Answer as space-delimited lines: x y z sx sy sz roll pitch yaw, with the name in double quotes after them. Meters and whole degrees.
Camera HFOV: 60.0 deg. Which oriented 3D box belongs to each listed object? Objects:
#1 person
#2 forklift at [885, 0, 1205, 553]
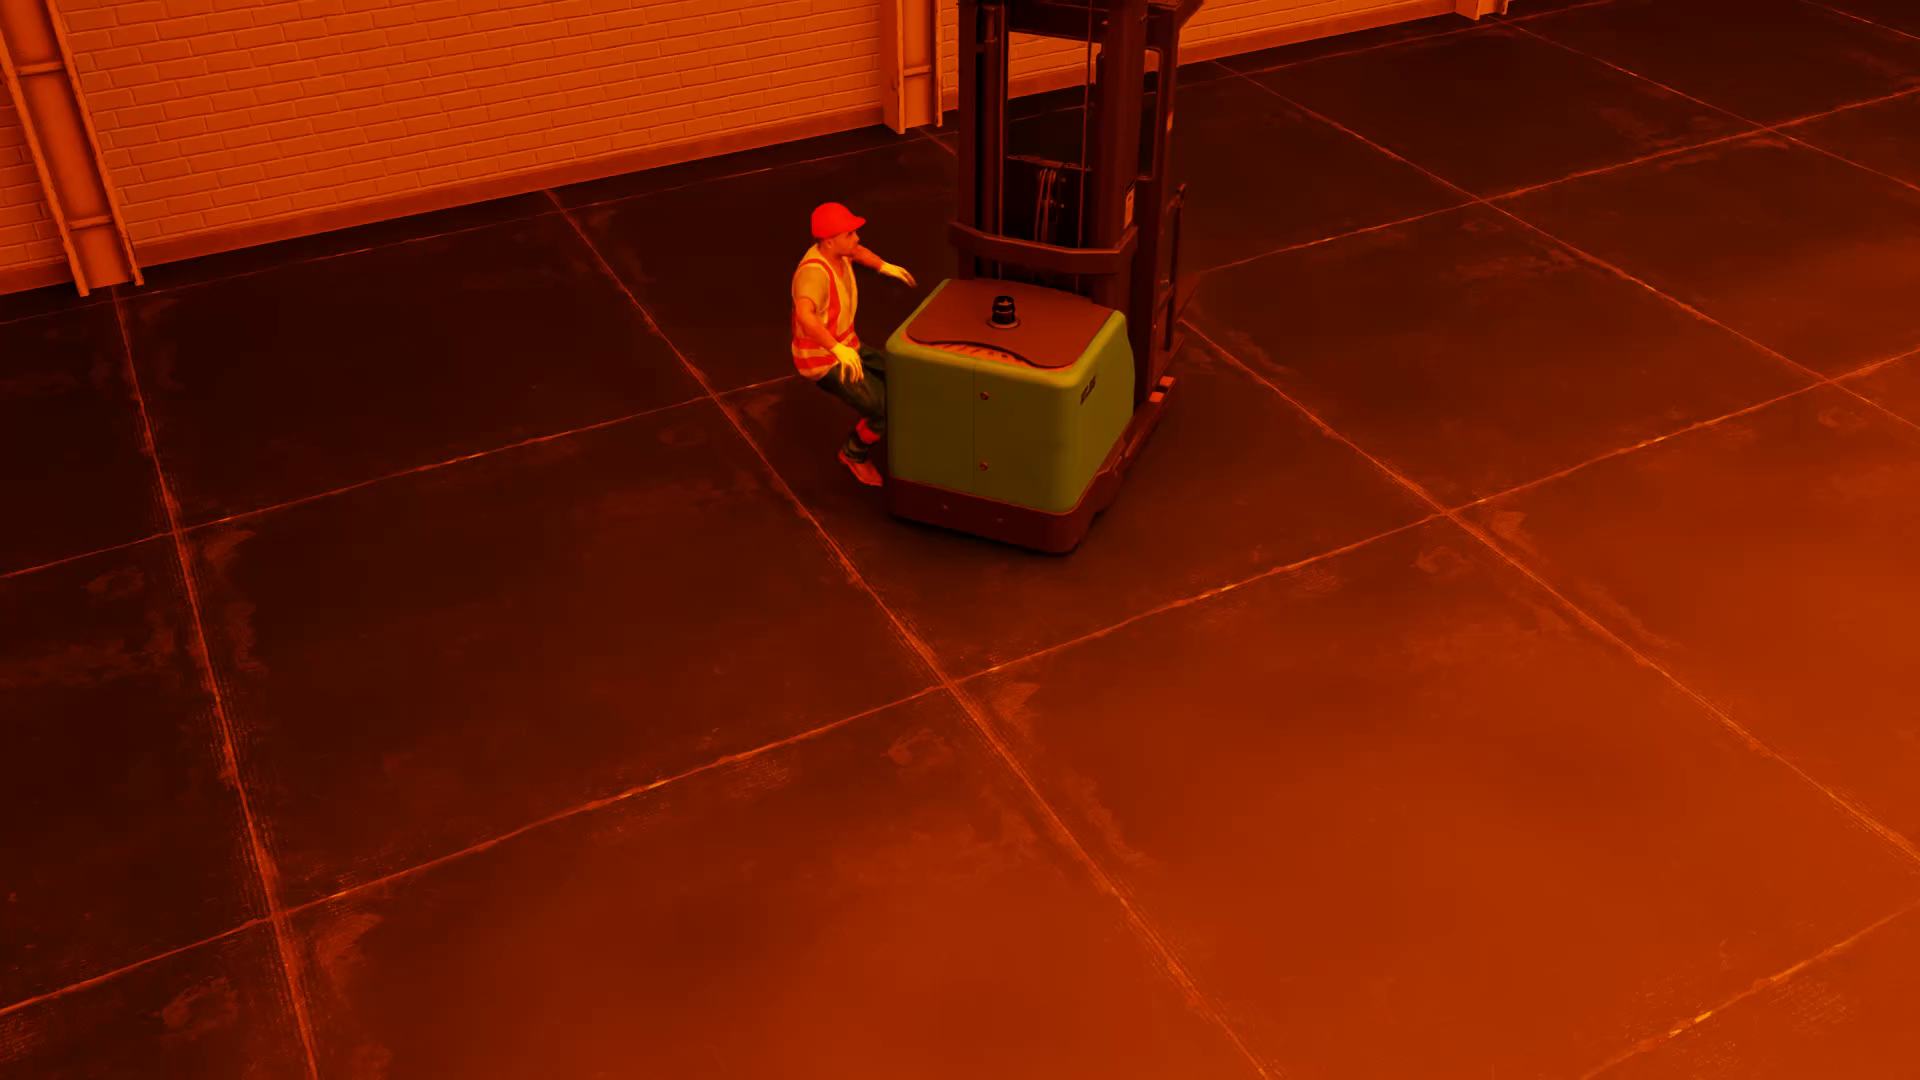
-0.434 -0.977 8.647 0.829 1.629 1.106 9 36 12 "person"
0.645 -1.975 8.917 1.130 2.935 3.031 13 37 18 "forklift"
